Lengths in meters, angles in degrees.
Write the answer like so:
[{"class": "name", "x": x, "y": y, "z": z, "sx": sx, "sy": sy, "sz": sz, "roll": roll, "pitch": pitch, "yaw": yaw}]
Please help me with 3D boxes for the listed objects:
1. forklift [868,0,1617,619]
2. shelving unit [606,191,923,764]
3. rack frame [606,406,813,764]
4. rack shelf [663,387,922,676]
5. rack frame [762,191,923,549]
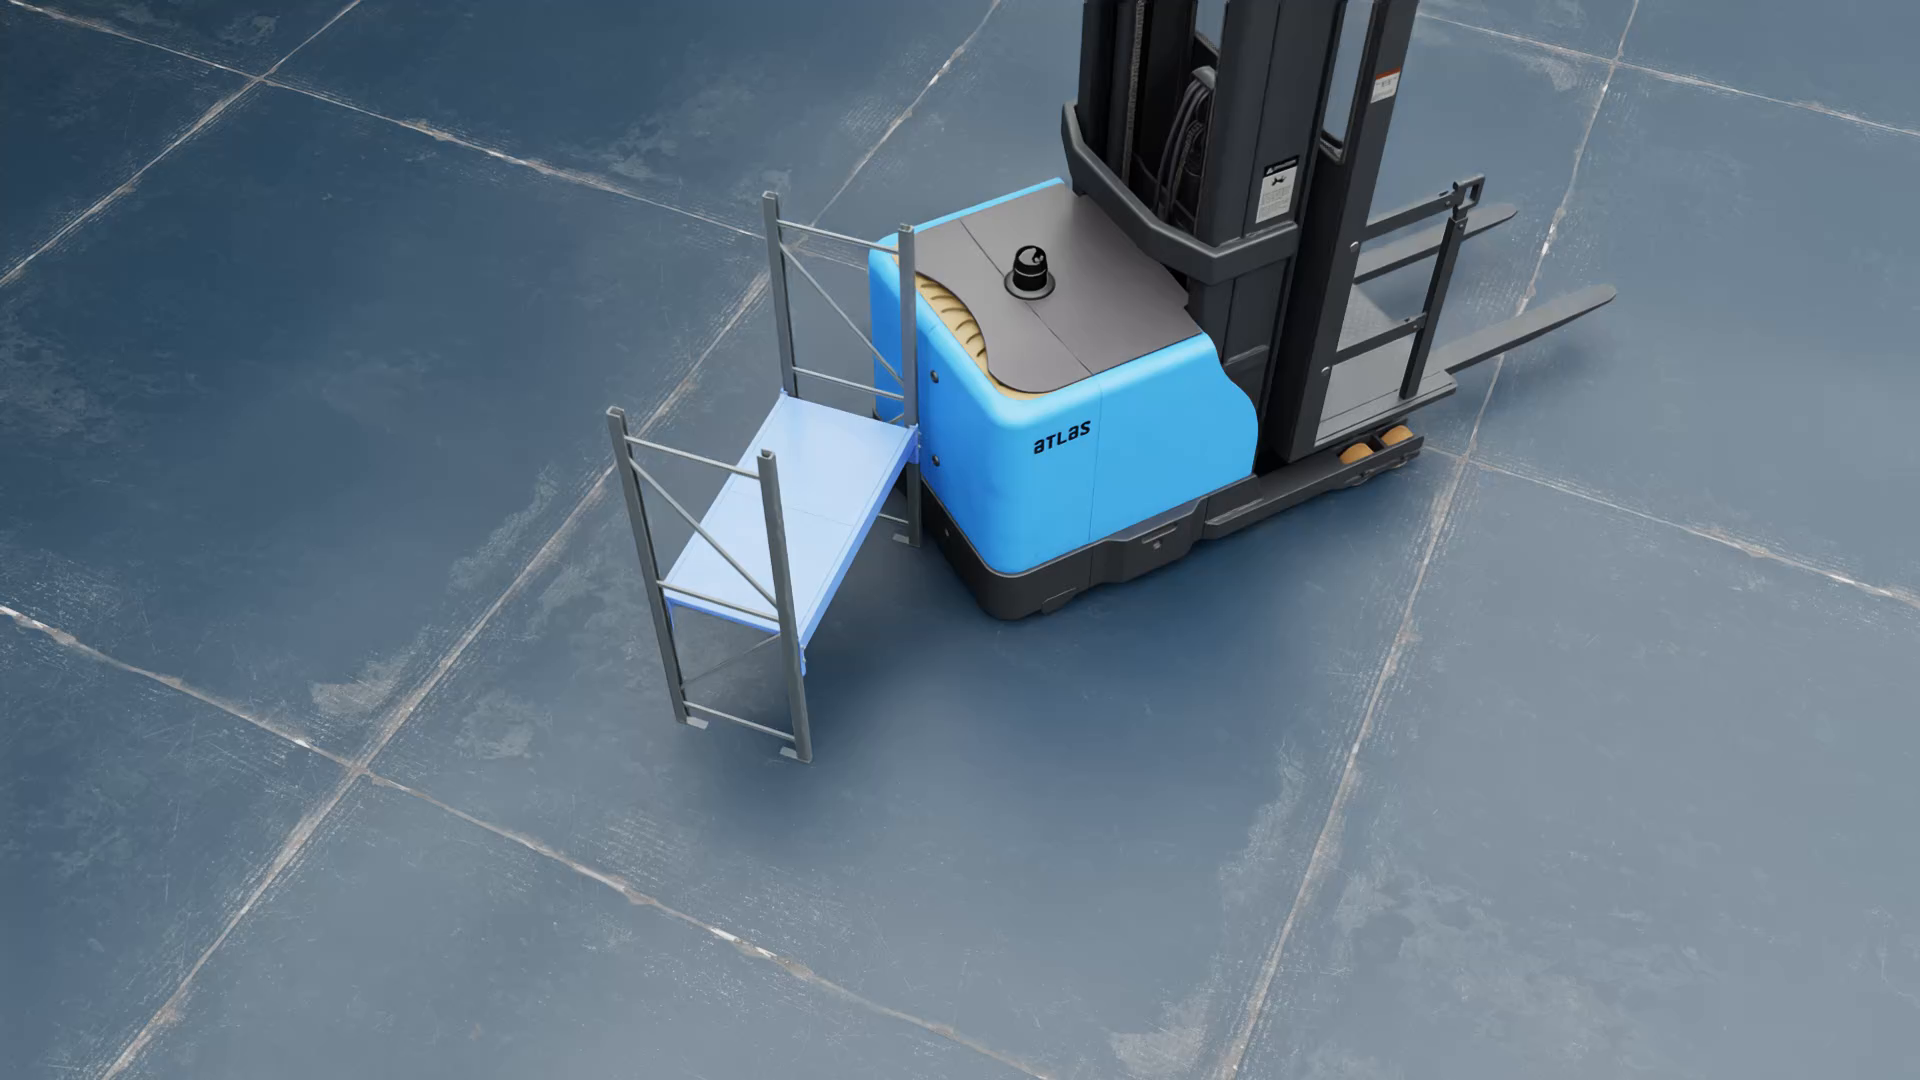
[{"class": "forklift", "x": 1.211, "y": -1.493, "z": 5.596, "sx": 3.031, "sy": 2.935, "sz": 1.130, "roll": -23, "pitch": 53, "yaw": -18}, {"class": "shelving unit", "x": -0.558, "y": -0.170, "z": 5.410, "sx": 0.538, "sy": 1.500, "sz": 1.048, "roll": 16, "pitch": 51, "yaw": 13}, {"class": "rack frame", "x": -0.737, "y": 0.193, "z": 5.101, "sx": 0.500, "sy": 1.500, "sz": 0.032, "roll": 16, "pitch": 51, "yaw": 13}, {"class": "rack shelf", "x": -0.558, "y": -0.053, "z": 5.547, "sx": 0.538, "sy": 0.185, "sz": 1.000, "roll": 16, "pitch": 51, "yaw": 13}, {"class": "rack frame", "x": -0.380, "y": -0.532, "z": 5.718, "sx": 0.500, "sy": 1.500, "sz": 0.032, "roll": 16, "pitch": 51, "yaw": 13}]
